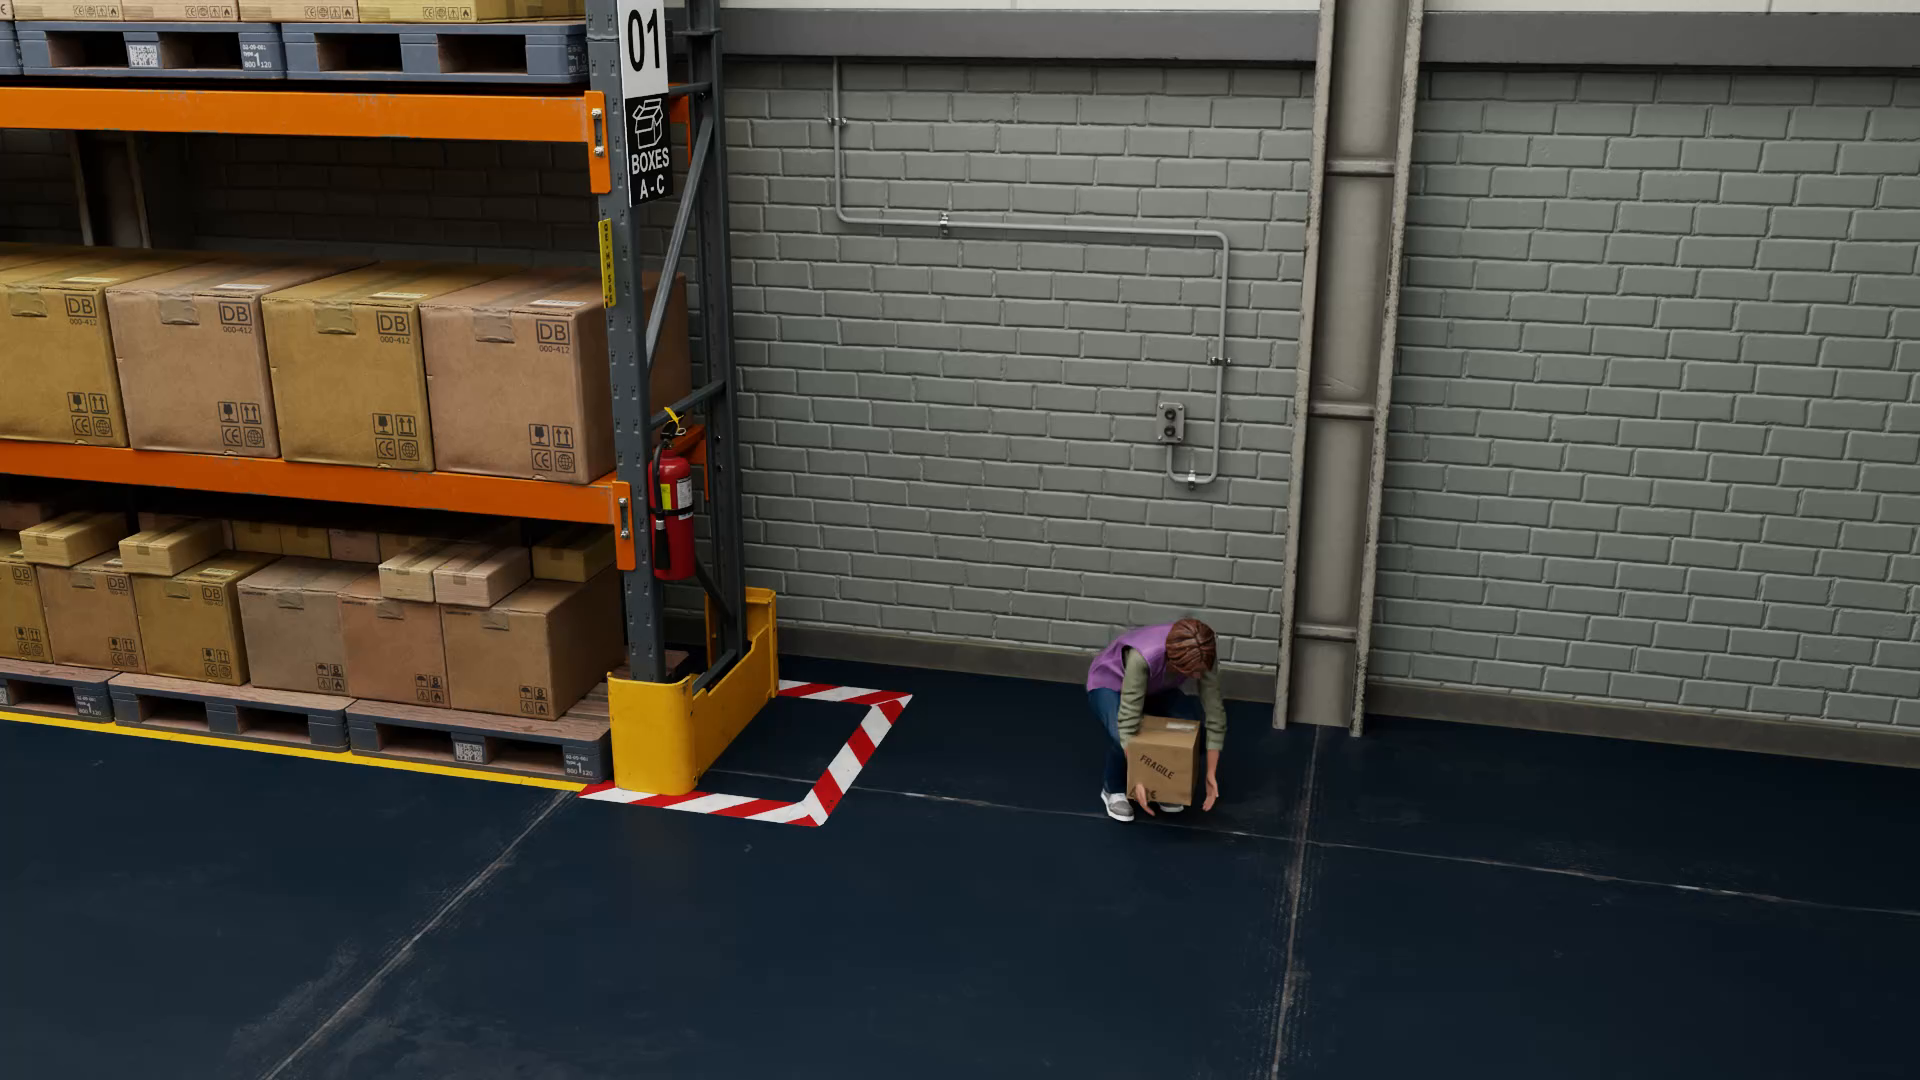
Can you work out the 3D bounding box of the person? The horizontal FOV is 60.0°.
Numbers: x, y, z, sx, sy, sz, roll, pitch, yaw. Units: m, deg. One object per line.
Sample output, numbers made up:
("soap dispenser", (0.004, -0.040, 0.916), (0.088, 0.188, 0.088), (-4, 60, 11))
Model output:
("person", (0.777, 0.707, 6.641), (0.446, 0.856, 0.762), (-5, 19, -13))
